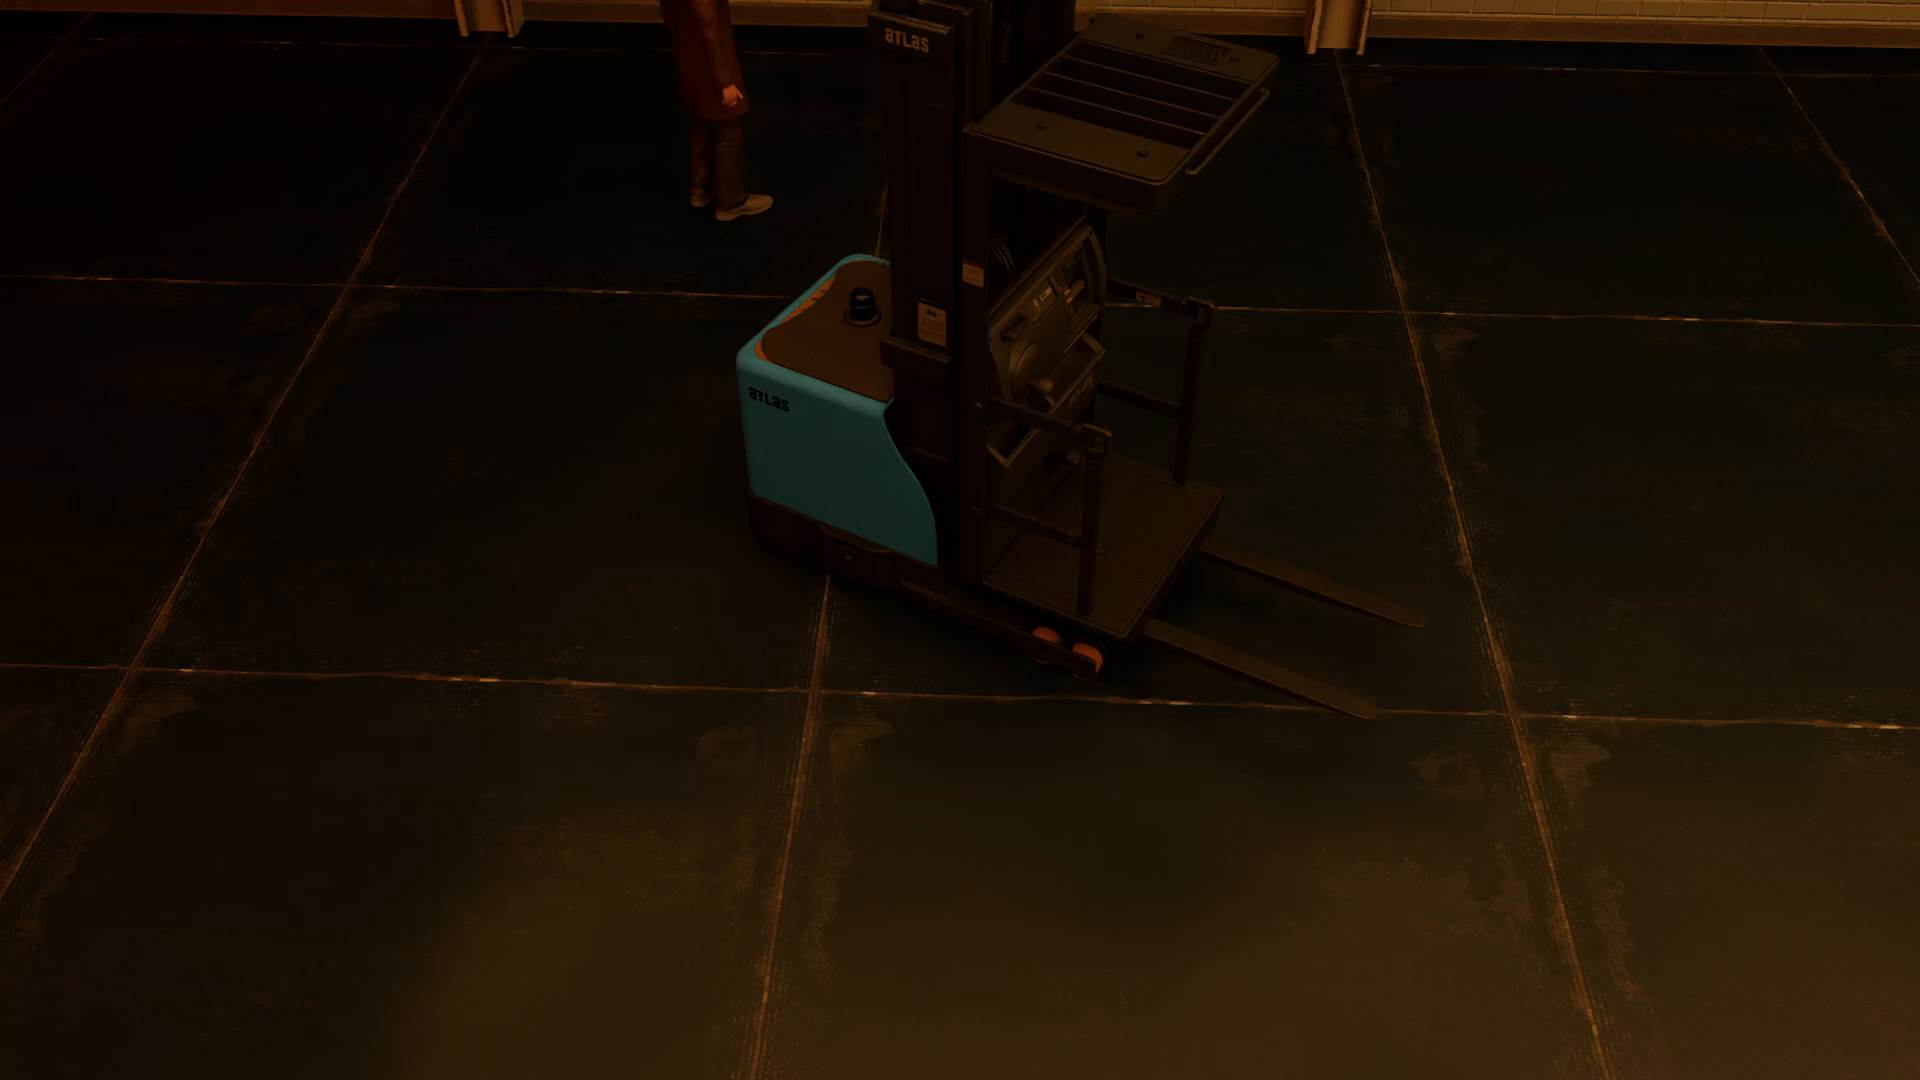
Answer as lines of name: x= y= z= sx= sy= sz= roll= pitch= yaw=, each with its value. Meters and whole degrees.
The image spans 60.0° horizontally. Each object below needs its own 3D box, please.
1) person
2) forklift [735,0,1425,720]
person: x=-1.415 y=-2.724 z=9.580 sx=0.420 sy=1.782 sz=0.643 roll=-25 pitch=48 yaw=-25
forklift: x=0.539 y=-0.884 z=6.711 sx=3.031 sy=2.935 sz=1.130 roll=21 pitch=46 yaw=21
